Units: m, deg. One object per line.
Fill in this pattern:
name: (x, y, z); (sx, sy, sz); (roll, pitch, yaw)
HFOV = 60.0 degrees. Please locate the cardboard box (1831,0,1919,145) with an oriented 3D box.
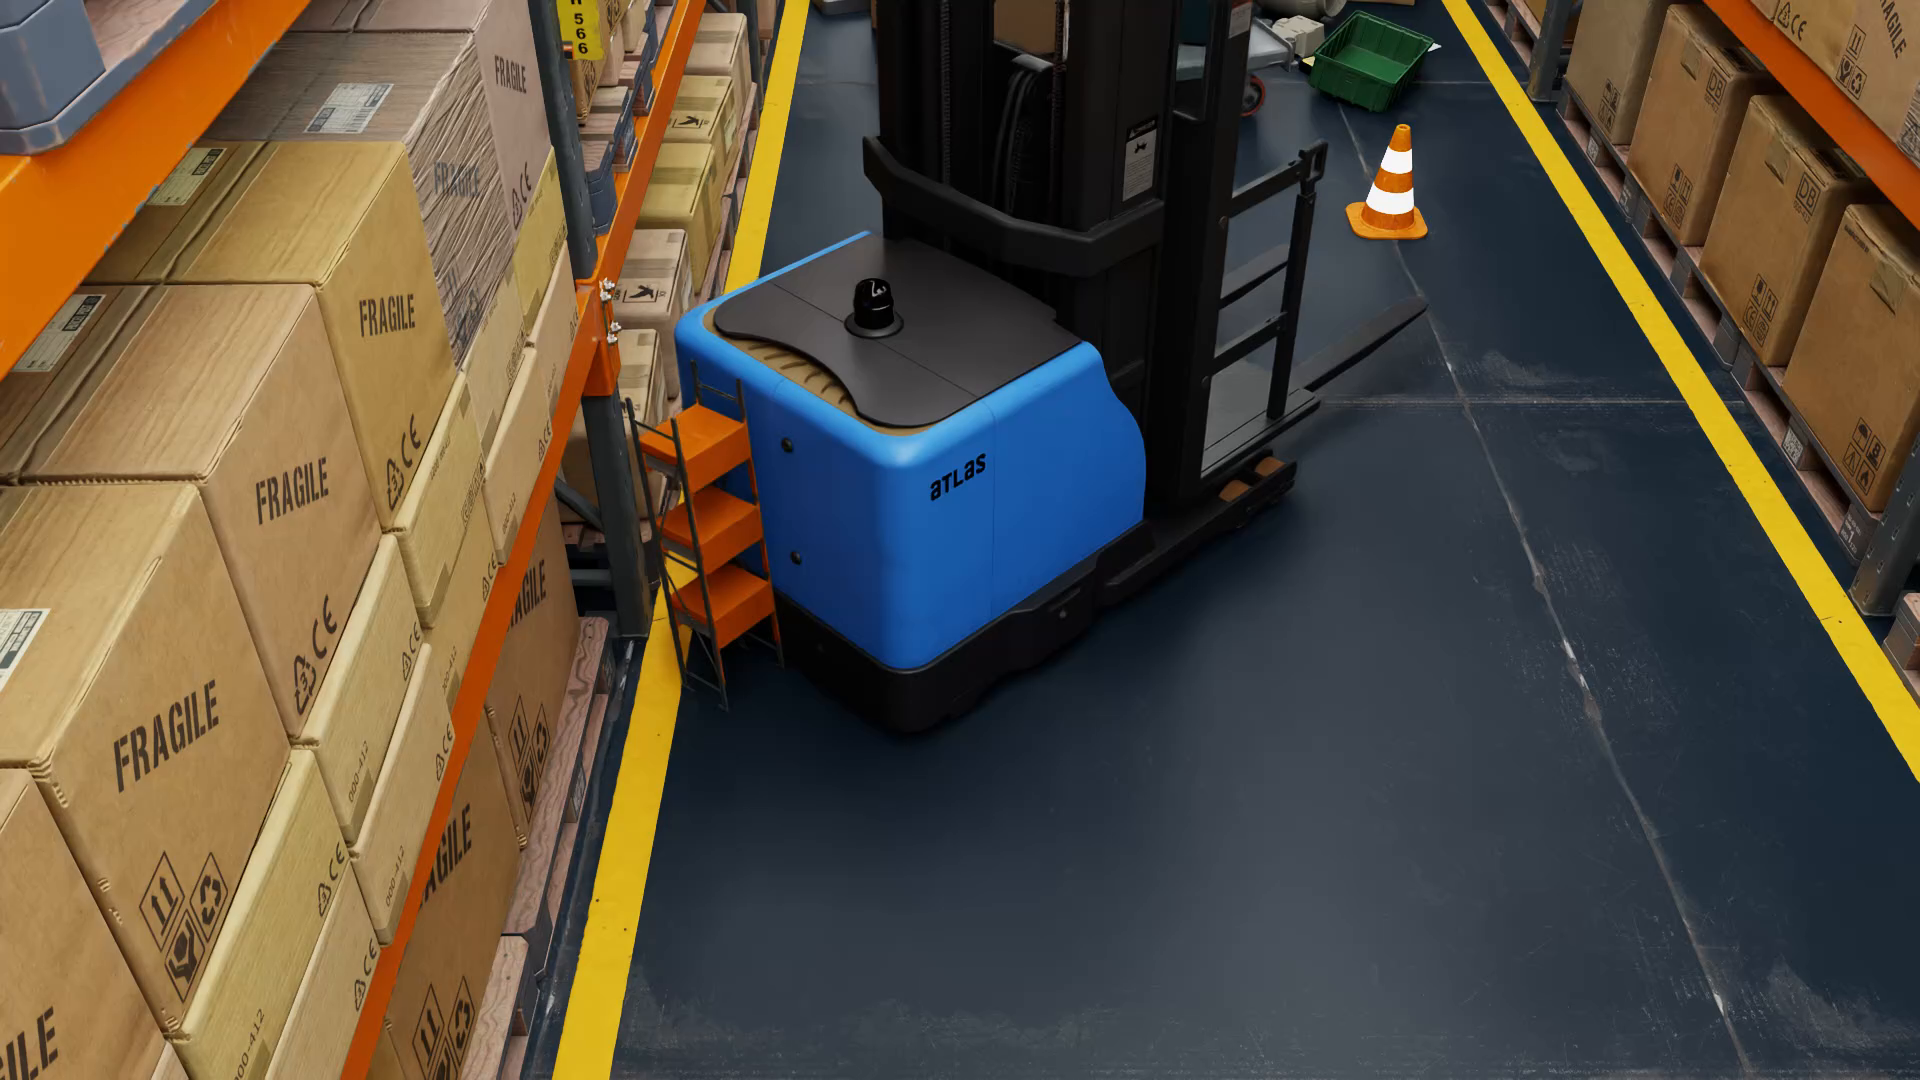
cardboard box: (3.179, -1.586, 5.251); (0.500, 0.500, 0.500); (0, 39, 0)

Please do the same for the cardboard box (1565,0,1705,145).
cardboard box: (3.534, -2.353, 7.751); (1.050, 0.750, 0.750); (0, 39, 0)

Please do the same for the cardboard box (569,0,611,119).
cardboard box: (-1.271, -1.488, 4.554); (0.500, 0.500, 0.500); (-1, 39, -1)

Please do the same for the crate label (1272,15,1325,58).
crate label: (1.840, -2.755, 9.079); (0.298, 0.136, 0.250); (-28, 46, -30)

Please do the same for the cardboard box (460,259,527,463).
cardboard box: (-1.243, -0.400, 3.571); (0.500, 0.250, 0.500); (-1, 39, -1)

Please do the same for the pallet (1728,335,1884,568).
pallet: (3.522, -0.359, 6.029); (1.003, 0.211, 1.213); (0, 39, 0)

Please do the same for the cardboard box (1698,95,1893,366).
cardboard box: (3.532, -1.167, 6.271); (1.050, 0.750, 0.750); (1, 39, 1)

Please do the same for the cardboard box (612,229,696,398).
cardboard box: (-1.502, -0.840, 6.165); (0.950, 0.372, 0.625); (-1, 39, -1)

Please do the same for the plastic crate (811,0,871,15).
plastic crate: (-0.689, -3.232, 9.719); (0.402, 0.080, 0.583); (-13, 40, -16)

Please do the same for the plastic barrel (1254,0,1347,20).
plastic barrel: (1.908, -3.158, 9.353); (0.512, 0.421, 0.421); (28, 46, 30)

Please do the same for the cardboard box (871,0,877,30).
cardboard box: (-0.148, -3.085, 9.198); (0.500, 0.500, 0.500); (28, 46, 30)

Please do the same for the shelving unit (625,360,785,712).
shelving unit: (-0.734, 0.007, 4.891); (0.215, 1.050, 0.252); (24, 44, 33)

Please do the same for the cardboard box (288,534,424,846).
cardboard box: (-1.222, 0.245, 2.766); (0.500, 0.250, 0.500); (-1, 39, -1)

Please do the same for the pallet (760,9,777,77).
pallet: (-1.543, -2.720, 8.976); (1.003, 0.211, 1.213); (0, 39, 0)

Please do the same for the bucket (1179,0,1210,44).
bucket: (1.137, -2.854, 8.315); (0.726, 0.611, 0.620); (13, 50, 15)

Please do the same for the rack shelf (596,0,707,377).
rack shelf: (-1.505, -1.857, 6.244); (1.077, 0.370, 4.000); (0, 39, 0)

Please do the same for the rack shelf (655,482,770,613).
rack shelf: (-0.733, 0.015, 4.897); (0.215, 0.259, 0.240); (24, 44, 33)

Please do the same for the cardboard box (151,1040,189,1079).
cardboard box: (-1.245, 0.876, 1.978); (0.500, 0.250, 0.500); (1, 39, 1)

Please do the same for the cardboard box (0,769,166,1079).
cardboard box: (-1.239, 0.592, 1.734); (0.500, 0.500, 0.500); (0, 39, 0)

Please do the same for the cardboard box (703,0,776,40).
cardboard box: (-1.238, -2.849, 8.769); (0.500, 0.250, 0.500); (-2, 39, -2)

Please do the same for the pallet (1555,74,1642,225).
pallet: (3.519, -1.885, 7.933); (1.003, 0.211, 1.213); (0, 39, 0)

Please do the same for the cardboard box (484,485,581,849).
cardboard box: (-1.585, 0.210, 4.452); (0.875, 0.875, 0.875); (0, 39, 0)

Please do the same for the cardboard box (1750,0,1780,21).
cardboard box: (3.174, -2.219, 6.041); (0.500, 0.500, 0.500); (1, 39, 1)

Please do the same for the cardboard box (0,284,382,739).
cardboard box: (-1.244, -0.045, 2.528); (0.500, 0.500, 0.500); (-1, 39, -1)

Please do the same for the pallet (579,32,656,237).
pallet: (-1.610, -1.258, 5.074); (1.213, 0.211, 1.003); (0, 39, 0)

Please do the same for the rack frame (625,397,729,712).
rack frame: (-0.811, 0.065, 4.817); (0.200, 1.050, 0.008); (24, 44, 33)

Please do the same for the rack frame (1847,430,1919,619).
rack frame: (3.448, -0.954, 4.542); (1.000, 3.000, 0.127); (0, 39, 0)

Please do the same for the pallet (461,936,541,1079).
pallet: (-1.578, 1.455, 3.765); (1.003, 0.211, 1.213); (0, 39, 0)

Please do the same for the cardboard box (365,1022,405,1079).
cardboard box: (-1.587, 1.327, 3.059); (0.875, 0.875, 0.875); (1, 39, 1)

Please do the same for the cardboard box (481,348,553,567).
cardboard box: (-1.226, -0.193, 3.712); (0.500, 0.250, 0.500); (1, 39, 1)

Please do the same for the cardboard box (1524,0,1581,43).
cardboard box: (3.512, -3.183, 8.687); (0.875, 0.875, 0.875); (1, 39, 1)

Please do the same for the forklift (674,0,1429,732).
forklift: (0.546, -1.391, 5.142); (3.031, 2.935, 1.130); (-32, 49, -33)

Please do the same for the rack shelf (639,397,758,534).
rack shelf: (-0.748, -0.214, 4.730); (0.215, 0.259, 0.240); (24, 44, 33)

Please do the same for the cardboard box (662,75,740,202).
cardboard box: (-1.500, -1.749, 7.300); (0.950, 0.372, 0.625); (2, 39, 3)

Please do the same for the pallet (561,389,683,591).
pallet: (-1.502, -0.288, 5.940); (1.003, 0.211, 1.213); (0, 39, 0)

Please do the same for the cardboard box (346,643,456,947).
cardboard box: (-1.212, 0.441, 2.921); (0.500, 0.250, 0.500); (-1, 39, -1)

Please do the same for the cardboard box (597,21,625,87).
cardboard box: (-1.238, -1.504, 5.094); (0.380, 0.149, 0.250); (-2, 39, -3)

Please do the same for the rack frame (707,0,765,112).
rack frame: (-1.507, -3.389, 7.580); (1.000, 3.000, 0.127); (0, 39, 0)

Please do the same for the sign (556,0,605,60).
sign: (-0.947, -1.341, 4.099); (0.100, 0.325, 0.005); (0, 39, 0)

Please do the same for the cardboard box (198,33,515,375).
cardboard box: (-1.231, -0.672, 3.311); (0.500, 0.500, 0.500); (1, 39, 1)

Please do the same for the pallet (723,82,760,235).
pallet: (-1.505, -1.814, 7.844); (1.003, 0.211, 1.213); (0, 39, 0)

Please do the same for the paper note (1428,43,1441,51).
paper note: (2.537, -2.717, 9.115); (0.147, 0.020, 0.142); (-28, 46, -30)
